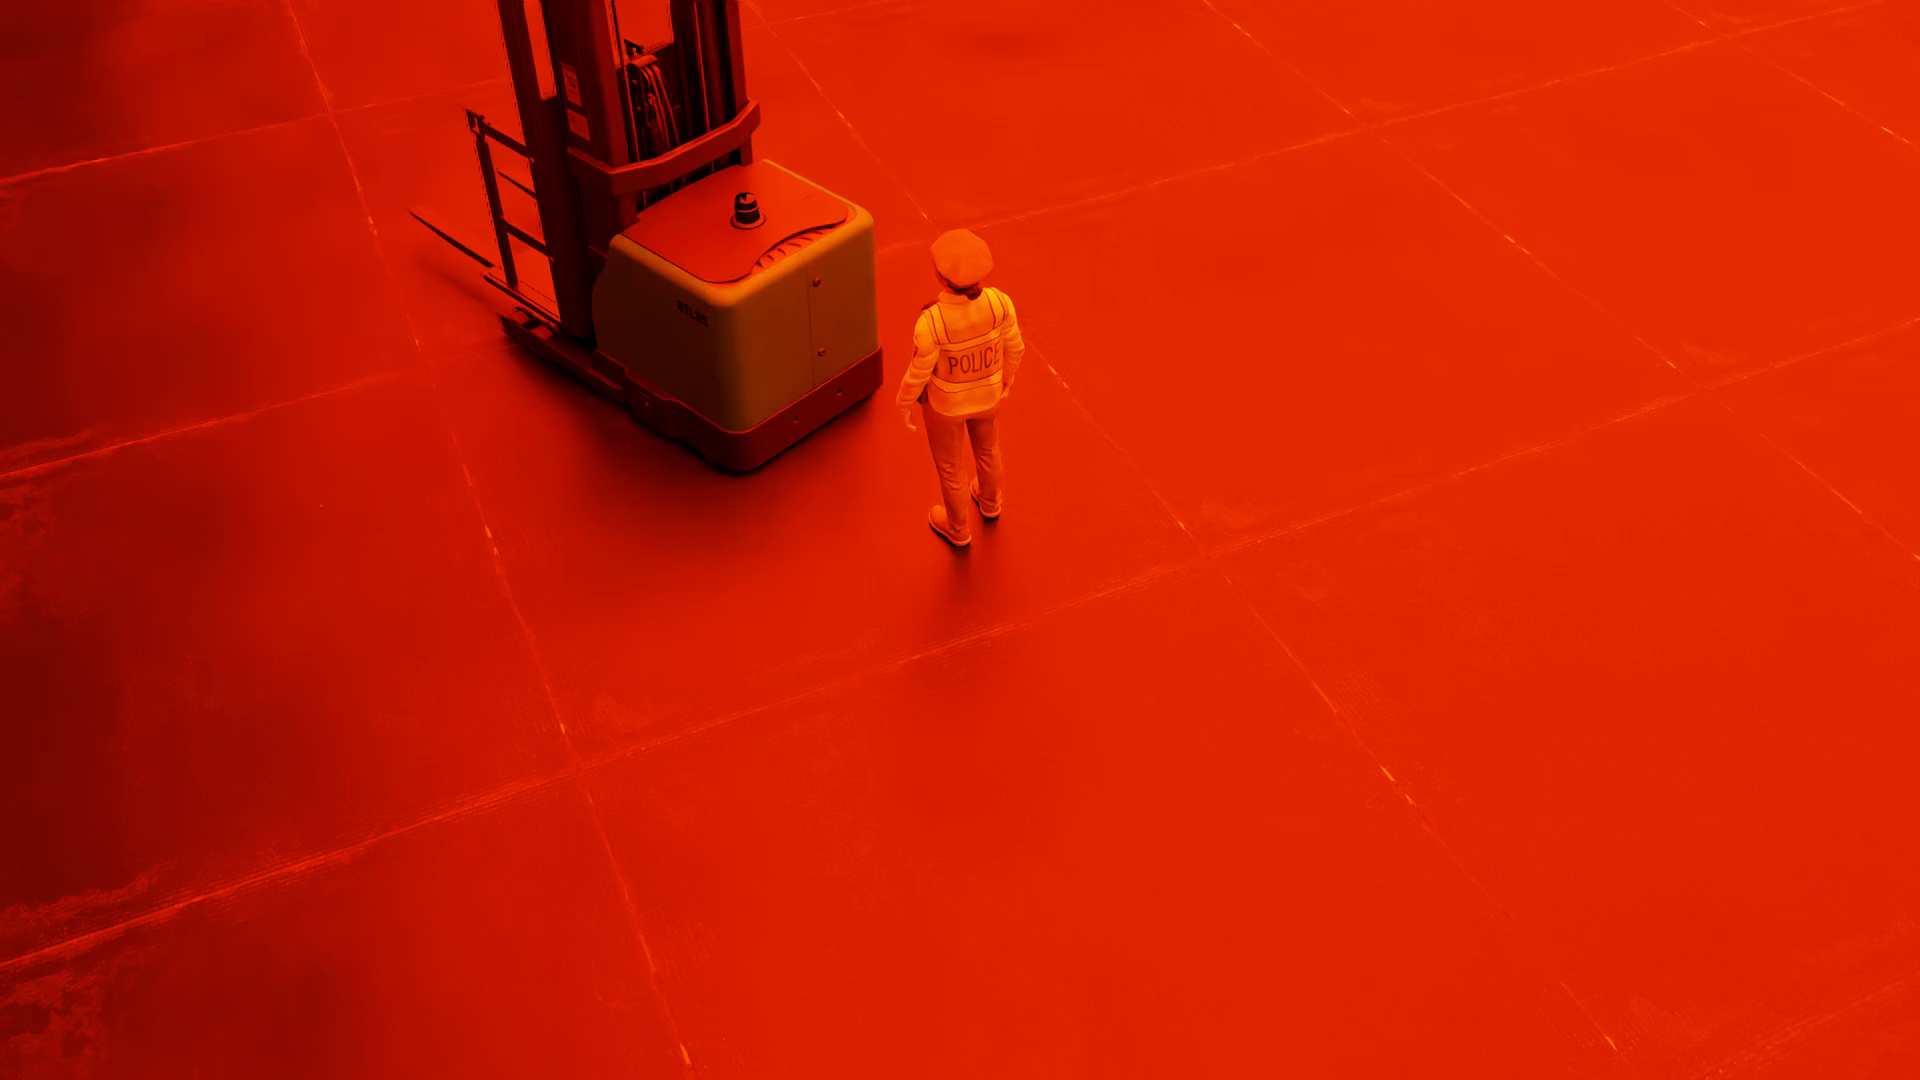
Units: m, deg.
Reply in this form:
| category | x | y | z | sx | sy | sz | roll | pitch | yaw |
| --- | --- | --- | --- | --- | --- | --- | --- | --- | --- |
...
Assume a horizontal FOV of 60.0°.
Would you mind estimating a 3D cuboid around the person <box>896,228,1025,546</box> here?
| category | x | y | z | sx | sy | sz | roll | pitch | yaw |
| --- | --- | --- | --- | --- | --- | --- | --- | --- | --- |
| person | -0.023 | -0.669 | 7.293 | 0.587 | 1.695 | 0.531 | -18 | 46 | -18 |

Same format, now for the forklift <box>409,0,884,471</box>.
| category | x | y | z | sx | sy | sz | roll | pitch | yaw |
| --- | --- | --- | --- | --- | --- | --- | --- | --- | --- |
| forklift | -1.822 | -2.282 | 8.125 | 3.031 | 2.935 | 1.130 | 32 | 52 | 30 |
